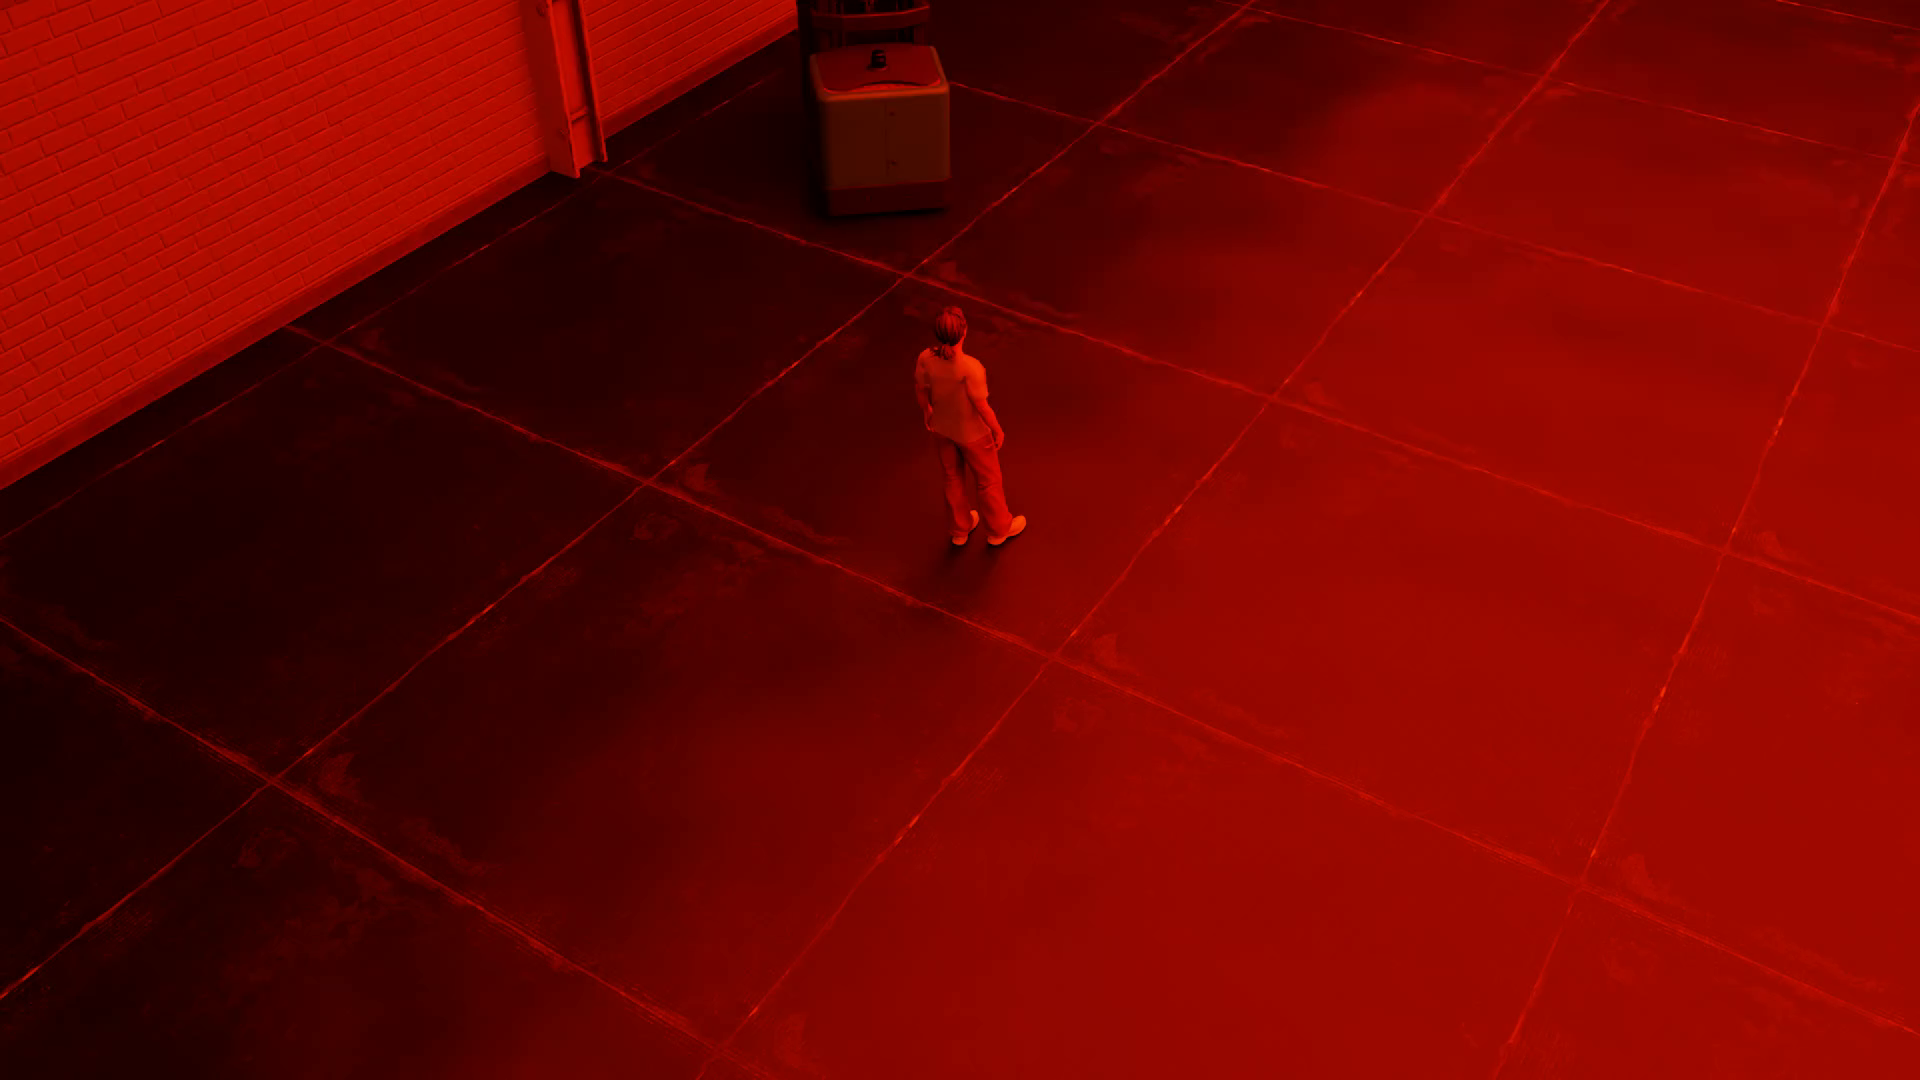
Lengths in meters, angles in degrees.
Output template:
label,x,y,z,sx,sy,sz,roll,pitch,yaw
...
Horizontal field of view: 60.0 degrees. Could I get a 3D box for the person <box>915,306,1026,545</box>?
label,x,y,z,sx,sy,sz,roll,pitch,yaw
person,0.049,-0.681,9.731,0.555,1.674,0.549,22,45,24

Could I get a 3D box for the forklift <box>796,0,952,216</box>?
label,x,y,z,sx,sy,sz,roll,pitch,yaw
forklift,-0.809,-4.634,13.435,1.130,2.935,3.031,-6,41,-7
